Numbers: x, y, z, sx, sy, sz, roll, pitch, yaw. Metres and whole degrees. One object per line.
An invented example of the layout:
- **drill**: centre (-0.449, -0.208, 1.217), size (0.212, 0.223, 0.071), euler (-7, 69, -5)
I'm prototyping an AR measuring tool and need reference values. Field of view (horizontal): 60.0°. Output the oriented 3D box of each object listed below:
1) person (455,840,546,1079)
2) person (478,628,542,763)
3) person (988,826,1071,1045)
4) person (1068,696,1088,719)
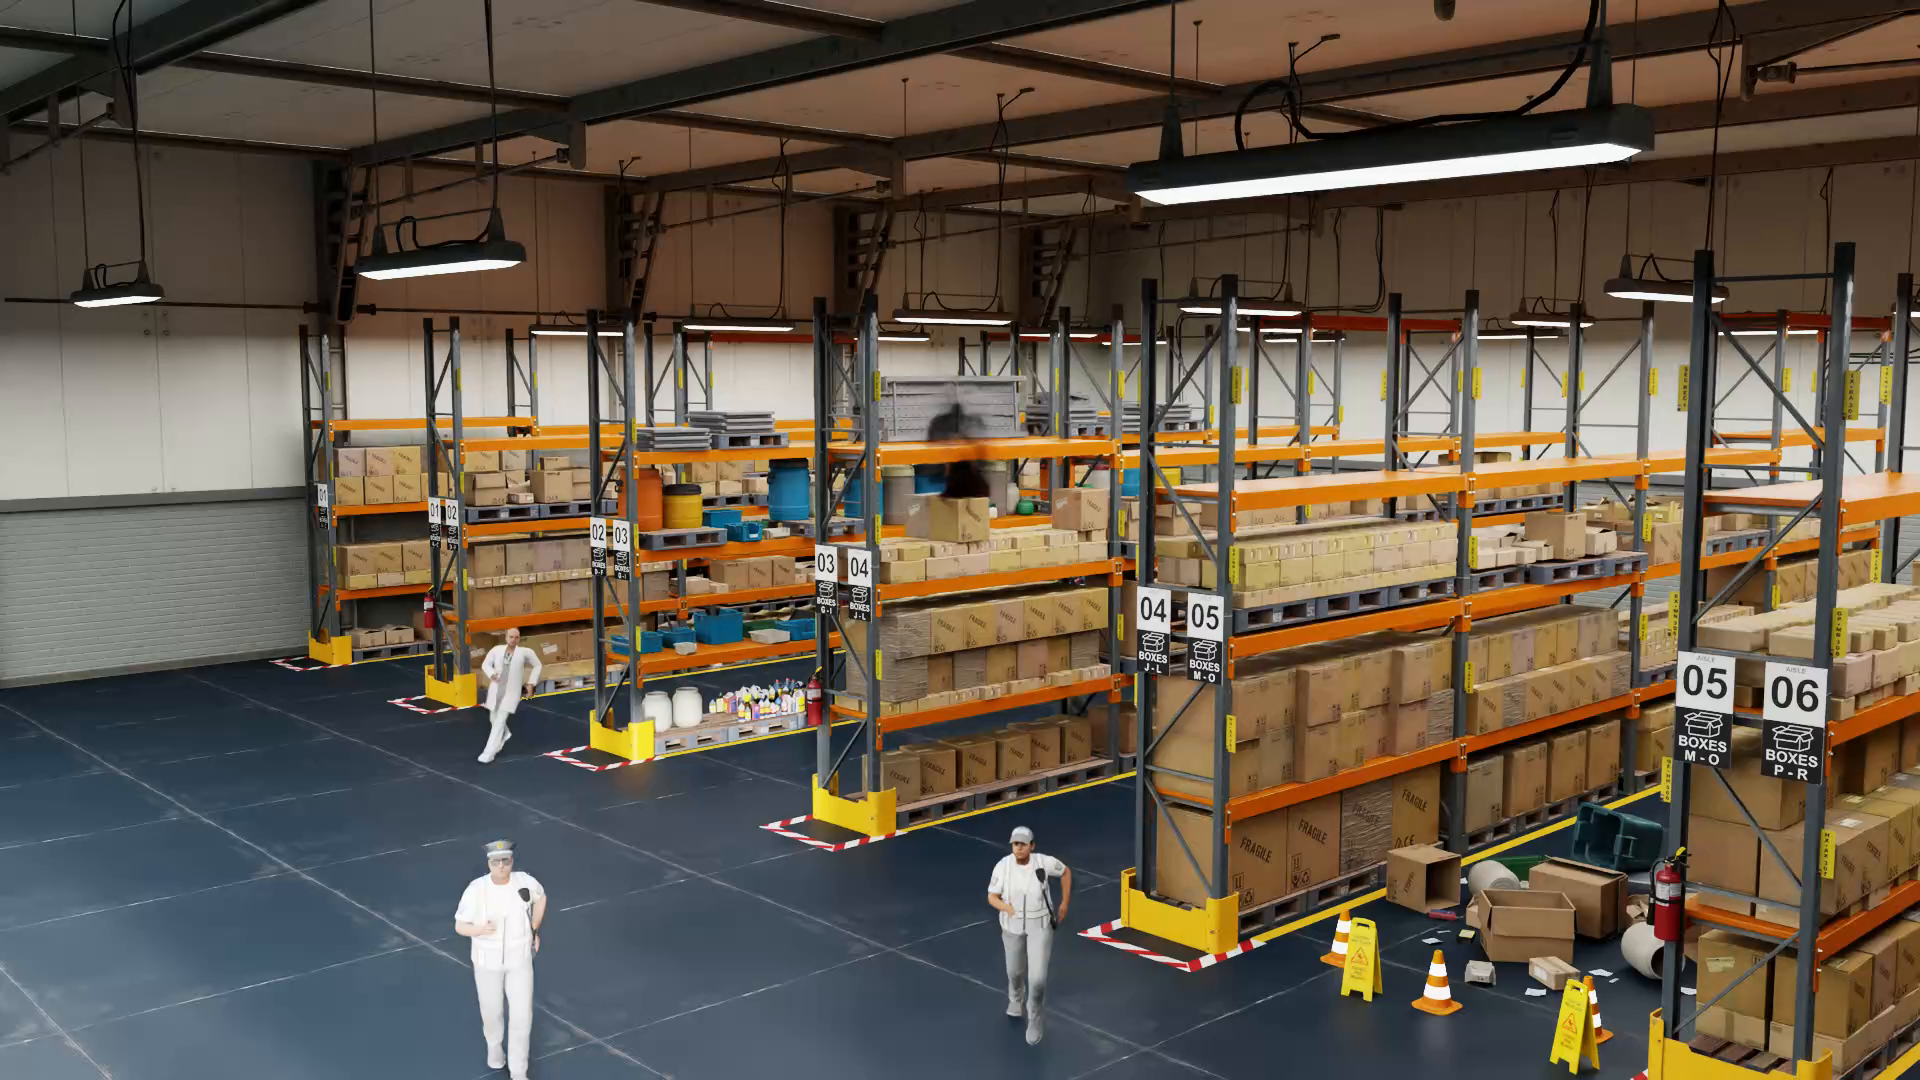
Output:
- **person**: centre (-3.309, 3.056, 12.046), size (0.651, 1.823, 0.834), euler (-2, 6, -17)
- **person**: centre (-6.017, 2.040, 22.116), size (0.738, 1.734, 1.033), euler (1, 6, 8)
- **person**: centre (0.533, 3.040, 12.950), size (0.613, 1.684, 0.856), euler (1, 6, 10)
- **person**: centre (1.599, 1.989, 23.640), size (0.529, 1.606, 0.789), euler (6, 8, 45)
